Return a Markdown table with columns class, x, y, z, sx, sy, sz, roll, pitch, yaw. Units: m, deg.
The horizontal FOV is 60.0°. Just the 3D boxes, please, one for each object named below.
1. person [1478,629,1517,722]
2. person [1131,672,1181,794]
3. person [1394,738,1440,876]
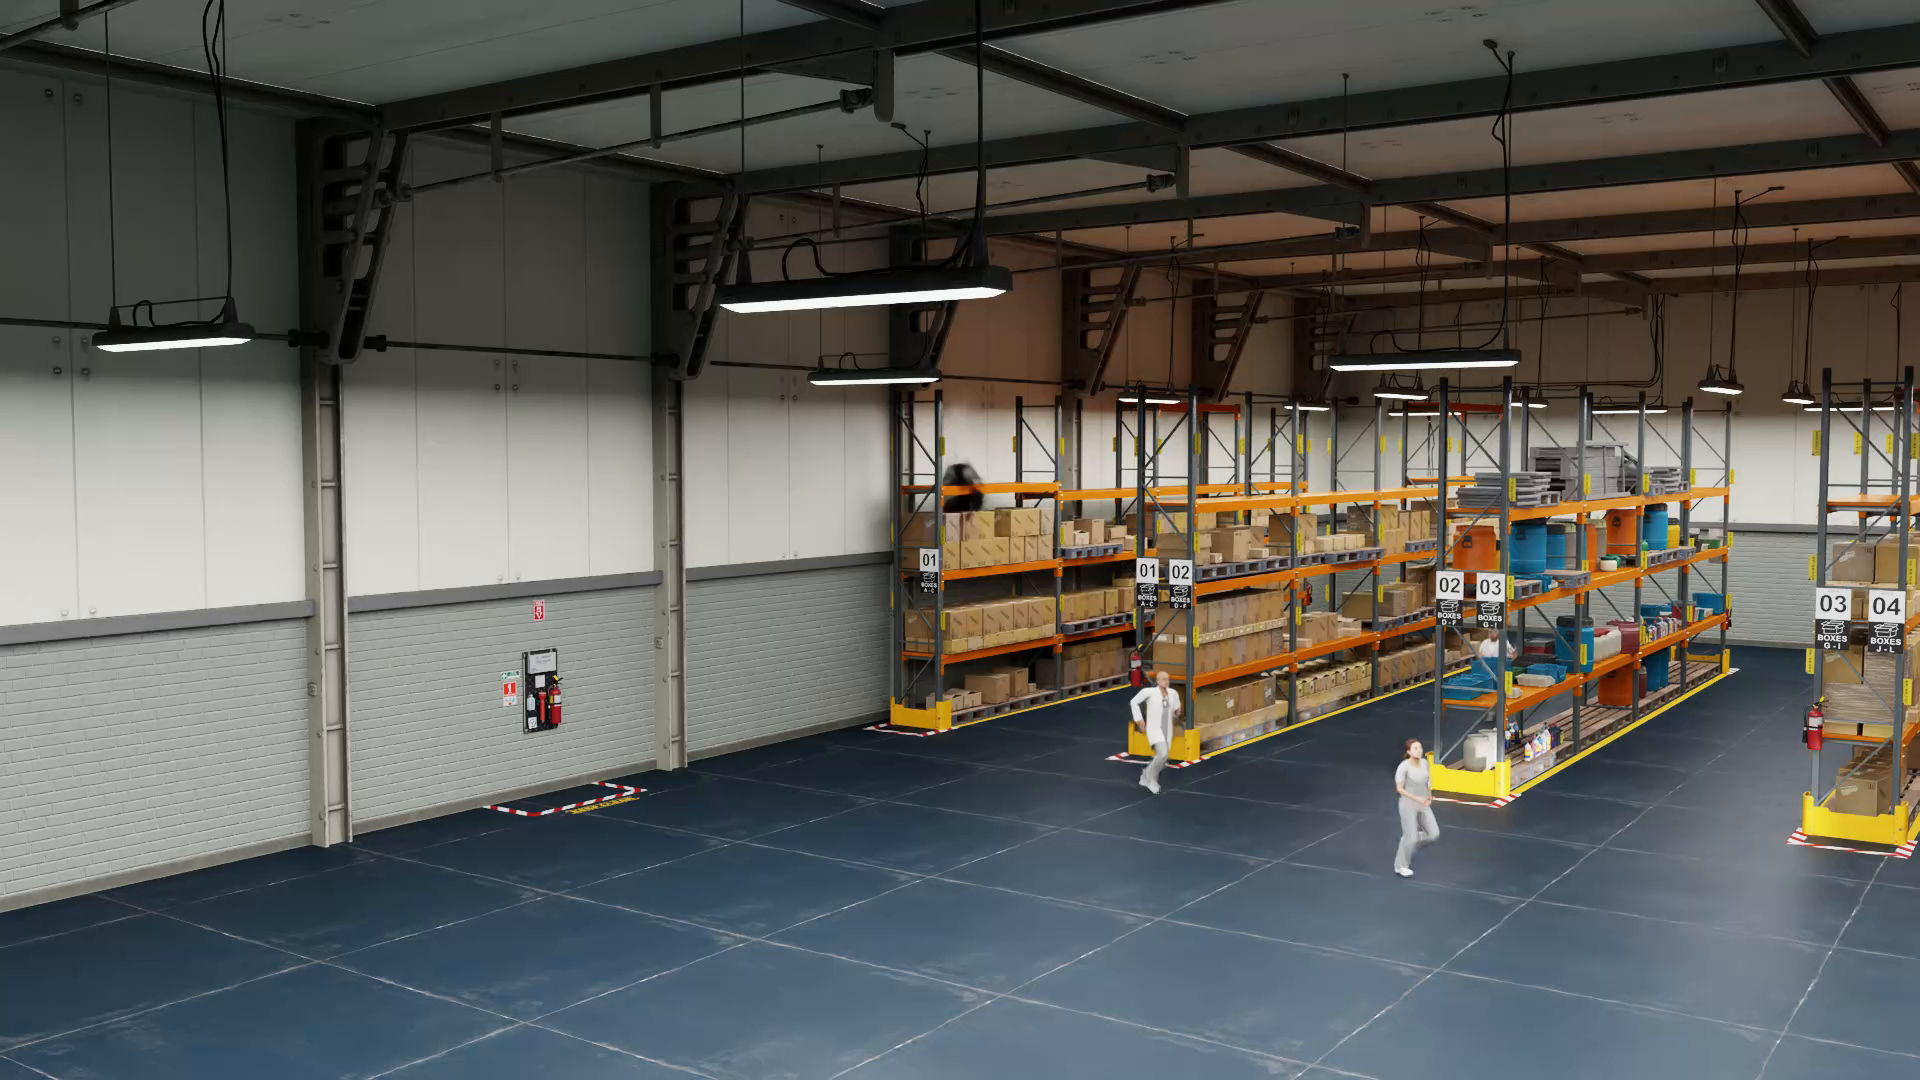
| class | x | y | z | sx | sy | sz | roll | pitch | yaw |
| --- | --- | --- | --- | --- | --- | --- | --- | --- | --- |
| person | 9.823 | 2.419 | 30.539 | 0.677 | 1.758 | 0.895 | 2 | 4 | 36 |
| person | 2.866 | 2.776 | 23.947 | 0.691 | 1.751 | 0.798 | -2 | 4 | -29 |
| person | 5.301 | 3.101 | 19.263 | 0.598 | 1.622 | 0.628 | -1 | 3 | -23 |
